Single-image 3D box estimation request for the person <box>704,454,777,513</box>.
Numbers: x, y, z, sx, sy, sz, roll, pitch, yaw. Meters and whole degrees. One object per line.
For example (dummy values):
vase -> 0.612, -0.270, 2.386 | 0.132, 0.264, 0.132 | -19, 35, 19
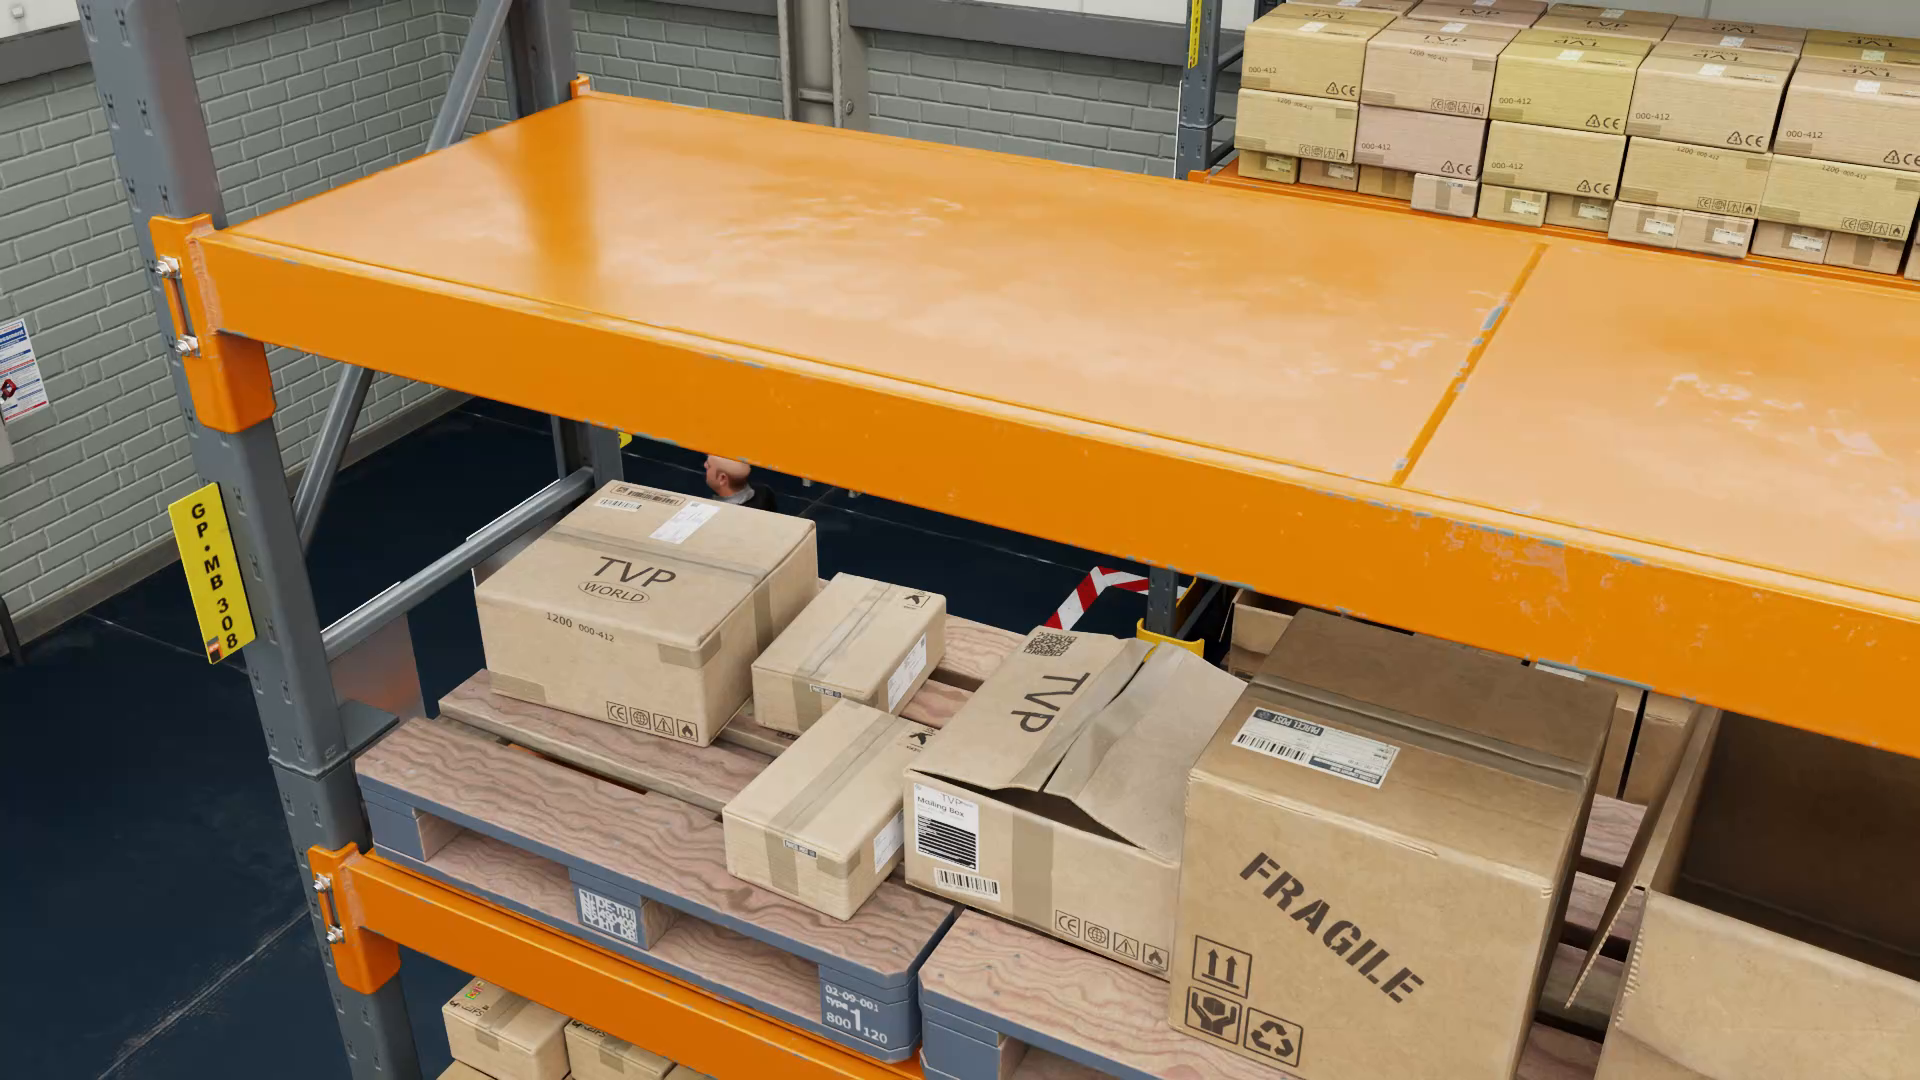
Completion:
person -> -1.138, 0.291, 7.818 | 0.545, 1.715, 0.494 | 15, 33, 24
